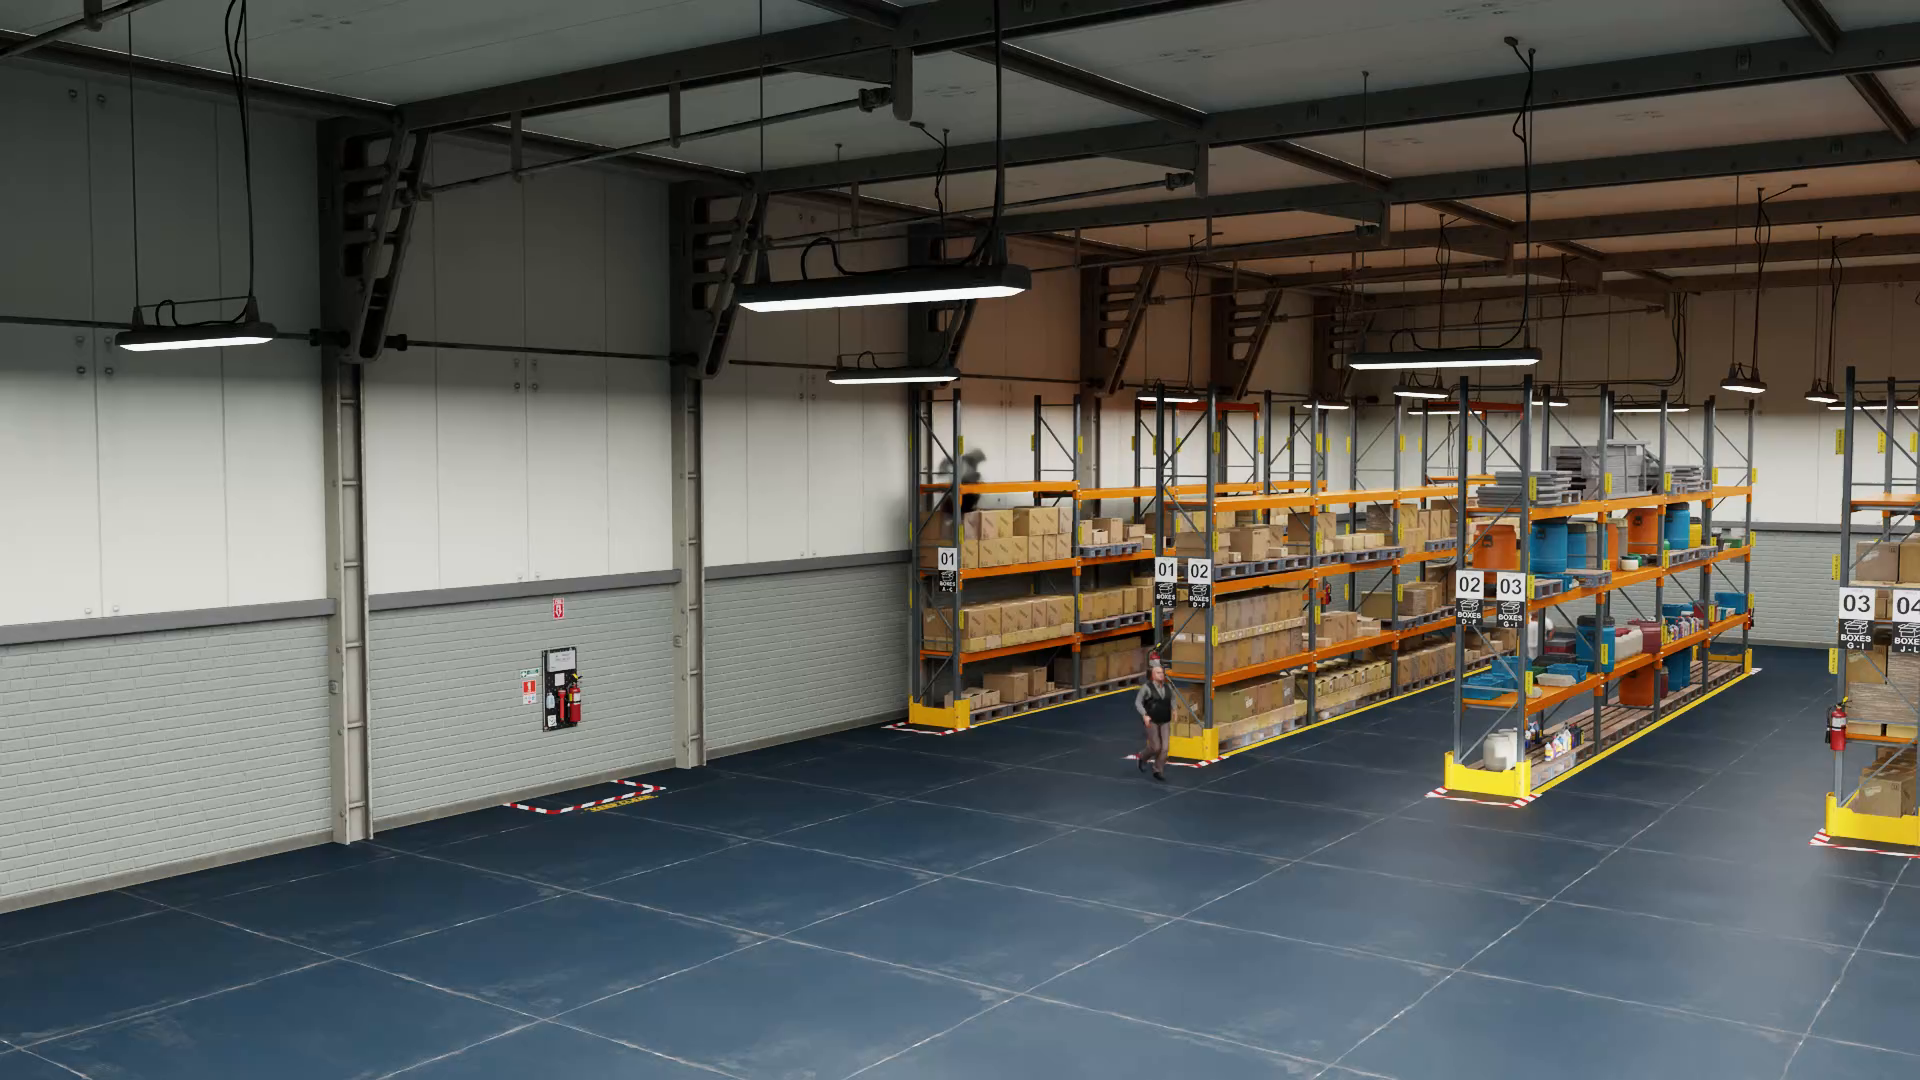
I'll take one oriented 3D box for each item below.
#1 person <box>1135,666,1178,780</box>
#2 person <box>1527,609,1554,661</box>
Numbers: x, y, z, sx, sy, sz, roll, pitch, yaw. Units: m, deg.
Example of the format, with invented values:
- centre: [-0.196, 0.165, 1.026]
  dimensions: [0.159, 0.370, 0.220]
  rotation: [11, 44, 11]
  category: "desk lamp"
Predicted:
- centre: [2.963, 2.740, 25.011]
  dimensions: [0.680, 1.697, 0.578]
  rotation: [-1, 4, -22]
  category: "person"
- centre: [11.804, 2.183, 34.137]
  dimensions: [0.672, 1.745, 0.657]
  rotation: [2, 4, 28]
  category: "person"
